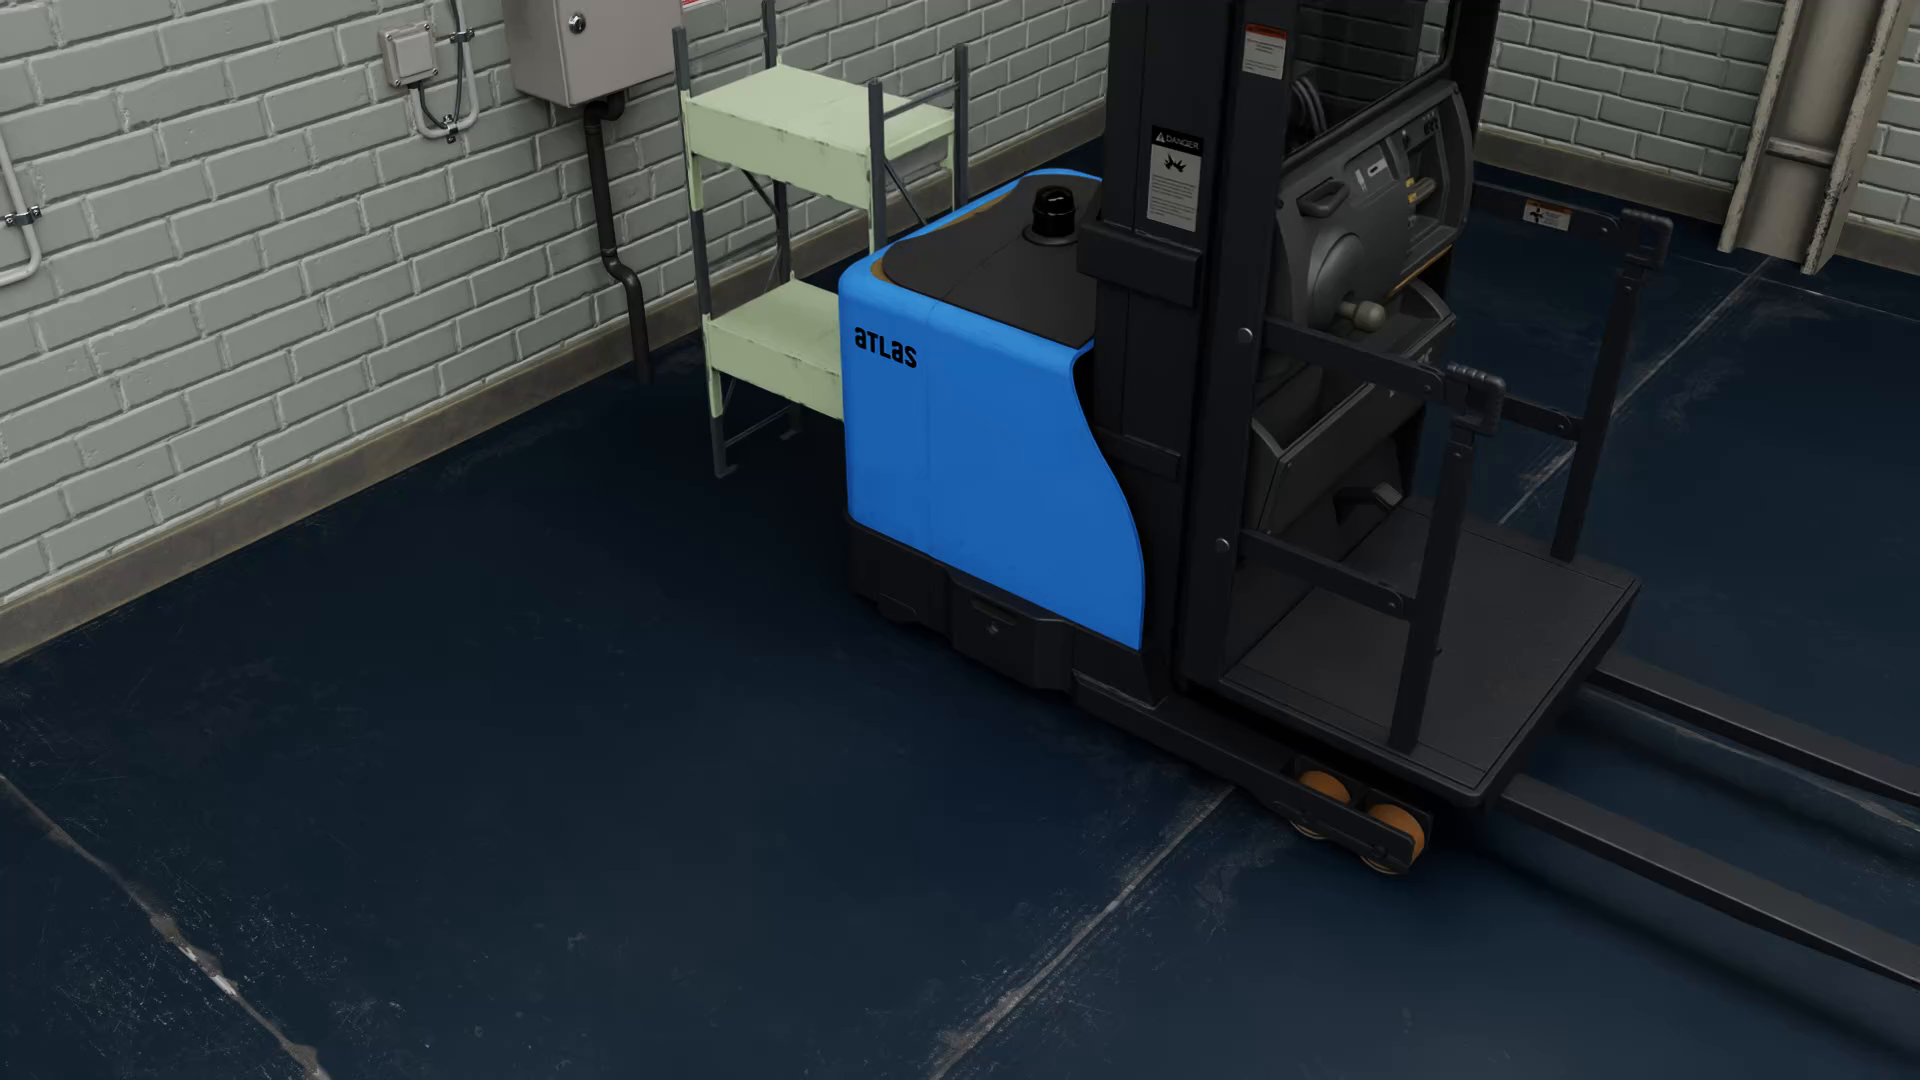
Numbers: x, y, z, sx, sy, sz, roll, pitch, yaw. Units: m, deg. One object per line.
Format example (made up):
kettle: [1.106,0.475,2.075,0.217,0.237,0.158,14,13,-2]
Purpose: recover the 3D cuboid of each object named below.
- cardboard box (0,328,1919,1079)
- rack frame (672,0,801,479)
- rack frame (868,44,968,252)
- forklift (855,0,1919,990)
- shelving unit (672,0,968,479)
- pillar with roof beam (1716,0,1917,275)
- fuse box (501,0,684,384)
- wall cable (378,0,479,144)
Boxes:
cardboard box: [2.303,2.200,0.678,13.522,1.550,6.103,24,41,31]
rack frame: [-0.686,-0.916,5.258,0.023,1.500,0.400,24,41,31]
rack frame: [-0.109,-0.660,4.887,0.023,1.500,0.400,24,41,31]
forklift: [1.164,-0.679,3.728,2.937,2.843,1.107,24,41,31]
shelving unit: [-0.397,-0.788,5.073,0.755,1.500,0.400,24,41,31]
pillar with roof beam: [0.697,-3.061,1.758,0.400,9.000,9.100,25,42,32]
fuse box: [-1.118,-1.294,5.622,0.414,1.711,0.539,25,42,32]
wall cable: [-1.676,-2.004,4.621,0.122,1.984,0.588,25,42,32]
